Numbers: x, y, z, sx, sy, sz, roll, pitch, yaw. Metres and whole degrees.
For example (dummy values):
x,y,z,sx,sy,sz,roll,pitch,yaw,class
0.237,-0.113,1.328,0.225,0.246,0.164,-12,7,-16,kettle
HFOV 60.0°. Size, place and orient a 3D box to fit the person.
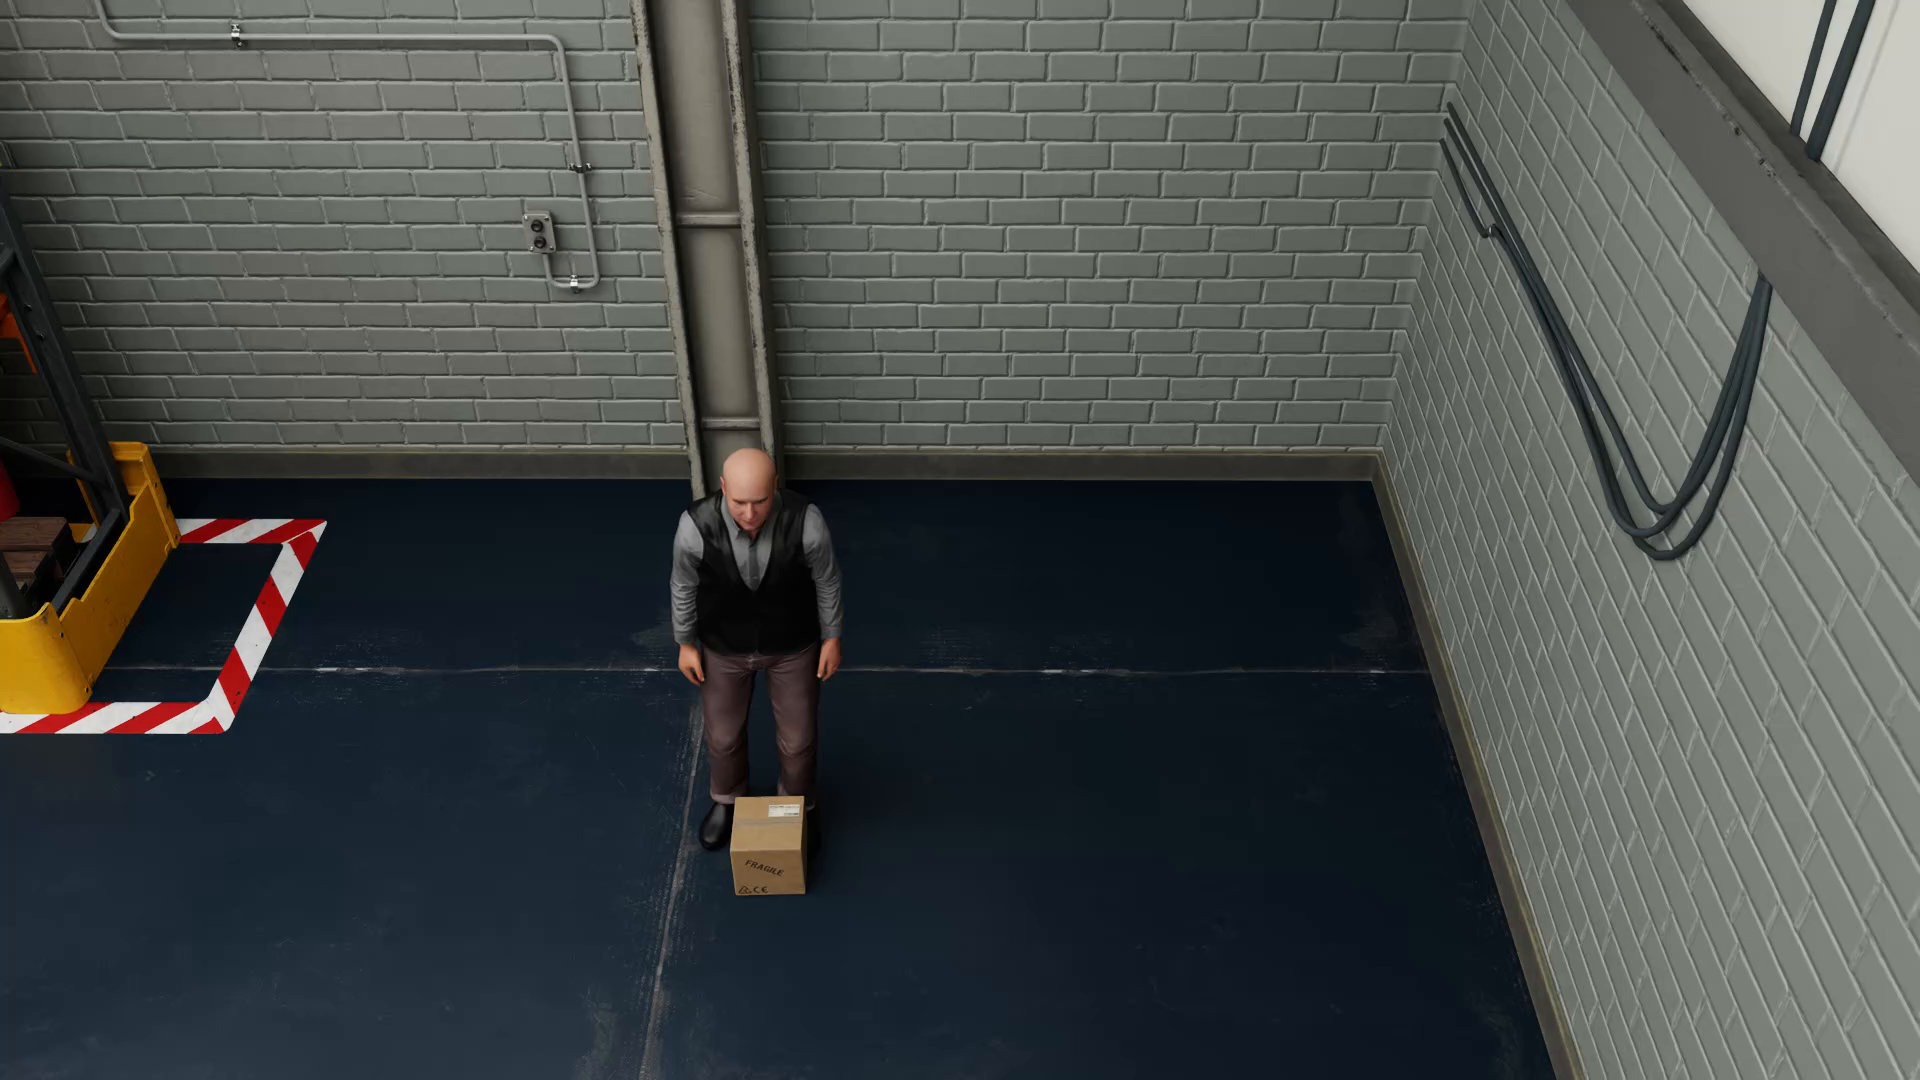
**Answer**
x,y,z,sx,sy,sz,roll,pitch,yaw,class
-0.686,0.369,5.724,0.584,1.719,0.475,-2,39,-2,person
